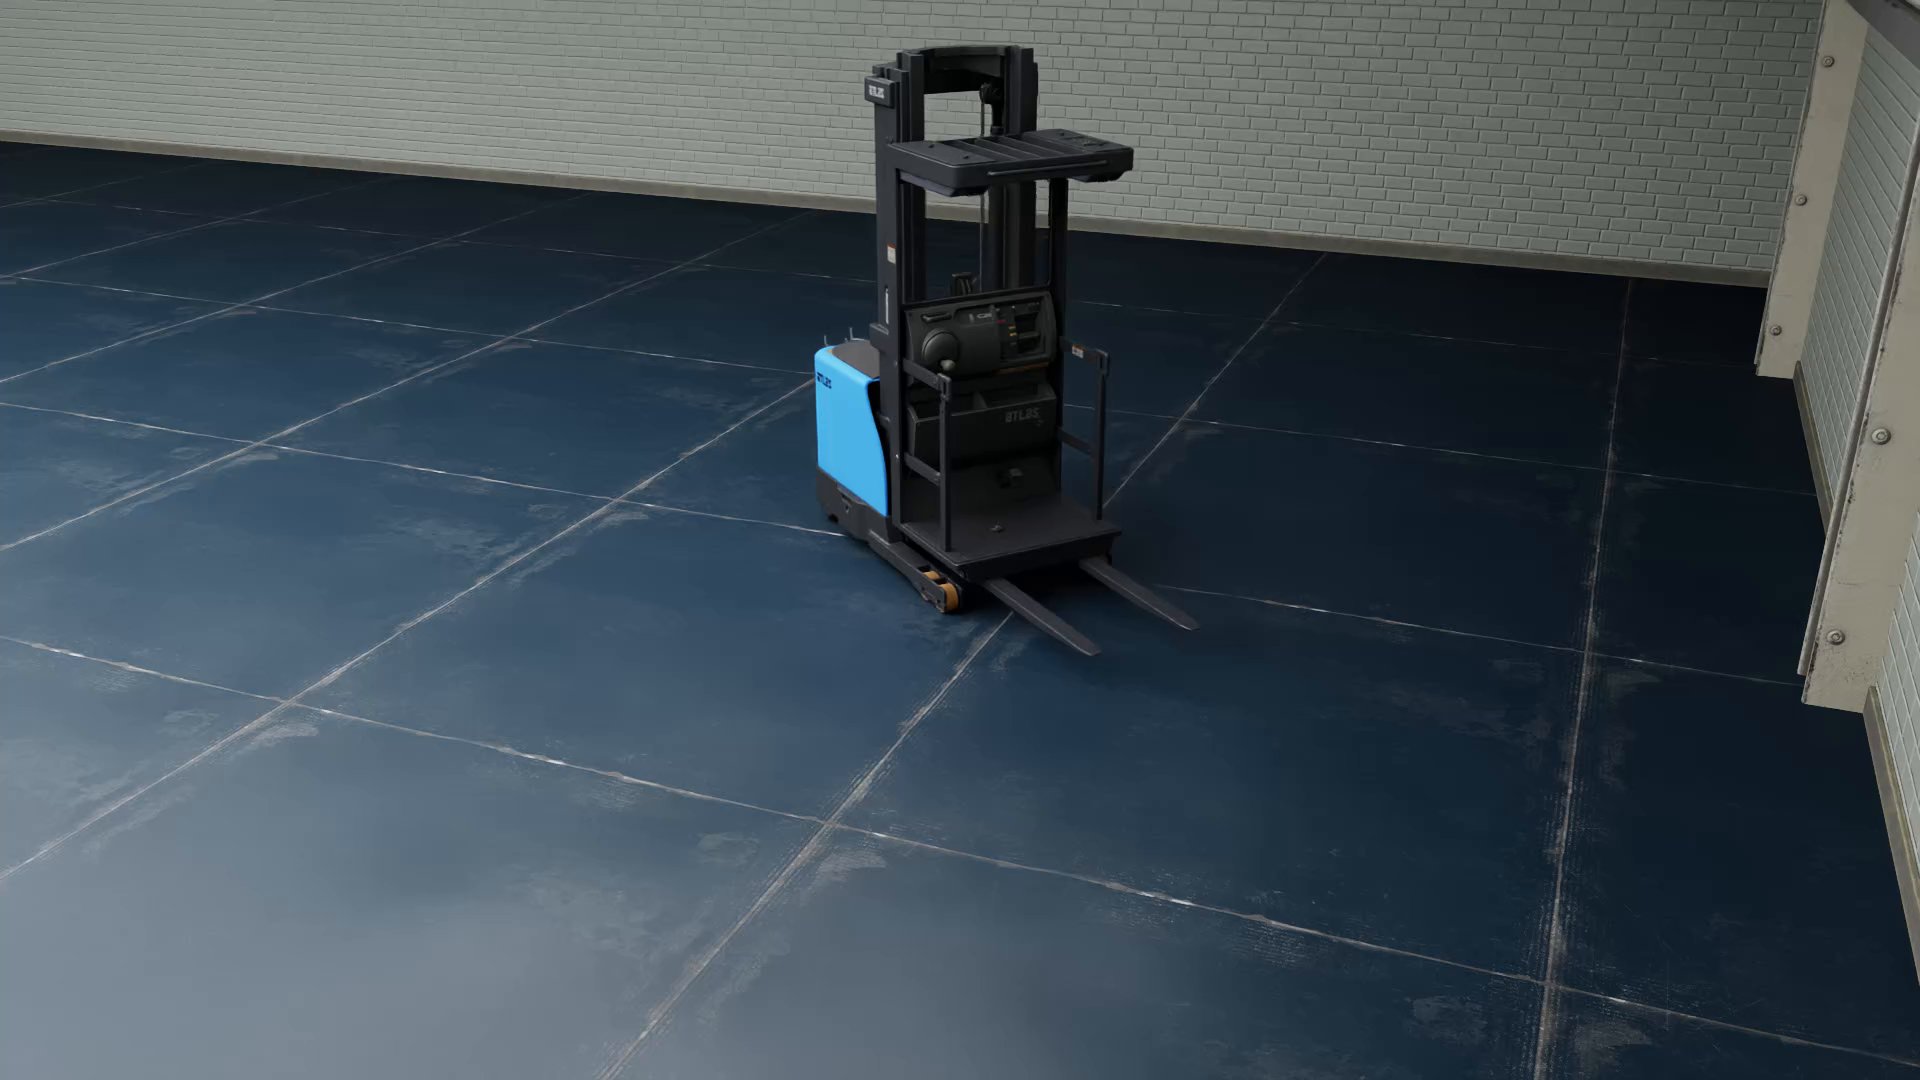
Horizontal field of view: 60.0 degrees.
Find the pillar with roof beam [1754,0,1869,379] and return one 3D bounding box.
[{"bbox_3d":[2.652,-6.150,13.298,9.100,9.000,0.400,9,24,20],"label":"pillar with roof beam"}]

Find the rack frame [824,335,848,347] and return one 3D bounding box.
[{"bbox_3d":[-0.764,-0.804,10.793,0.200,1.050,0.008,12,25,38],"label":"rack frame"}]

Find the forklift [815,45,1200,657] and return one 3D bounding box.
[{"bbox_3d":[0.228,-1.144,9.186,1.130,2.935,3.031,-12,25,-26],"label":"forklift"}]

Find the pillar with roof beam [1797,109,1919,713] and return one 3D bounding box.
[{"bbox_3d":[0.423,-4.003,8.157,9.100,9.000,0.400,9,24,20],"label":"pillar with roof beam"}]

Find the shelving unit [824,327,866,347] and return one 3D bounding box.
[{"bbox_3d":[-0.687,-0.841,10.881,0.215,1.050,0.252,12,25,38],"label":"shelving unit"}]

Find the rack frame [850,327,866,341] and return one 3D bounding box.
[{"bbox_3d":[-0.610,-0.877,10.968,0.200,1.050,0.008,12,25,38],"label":"rack frame"}]
